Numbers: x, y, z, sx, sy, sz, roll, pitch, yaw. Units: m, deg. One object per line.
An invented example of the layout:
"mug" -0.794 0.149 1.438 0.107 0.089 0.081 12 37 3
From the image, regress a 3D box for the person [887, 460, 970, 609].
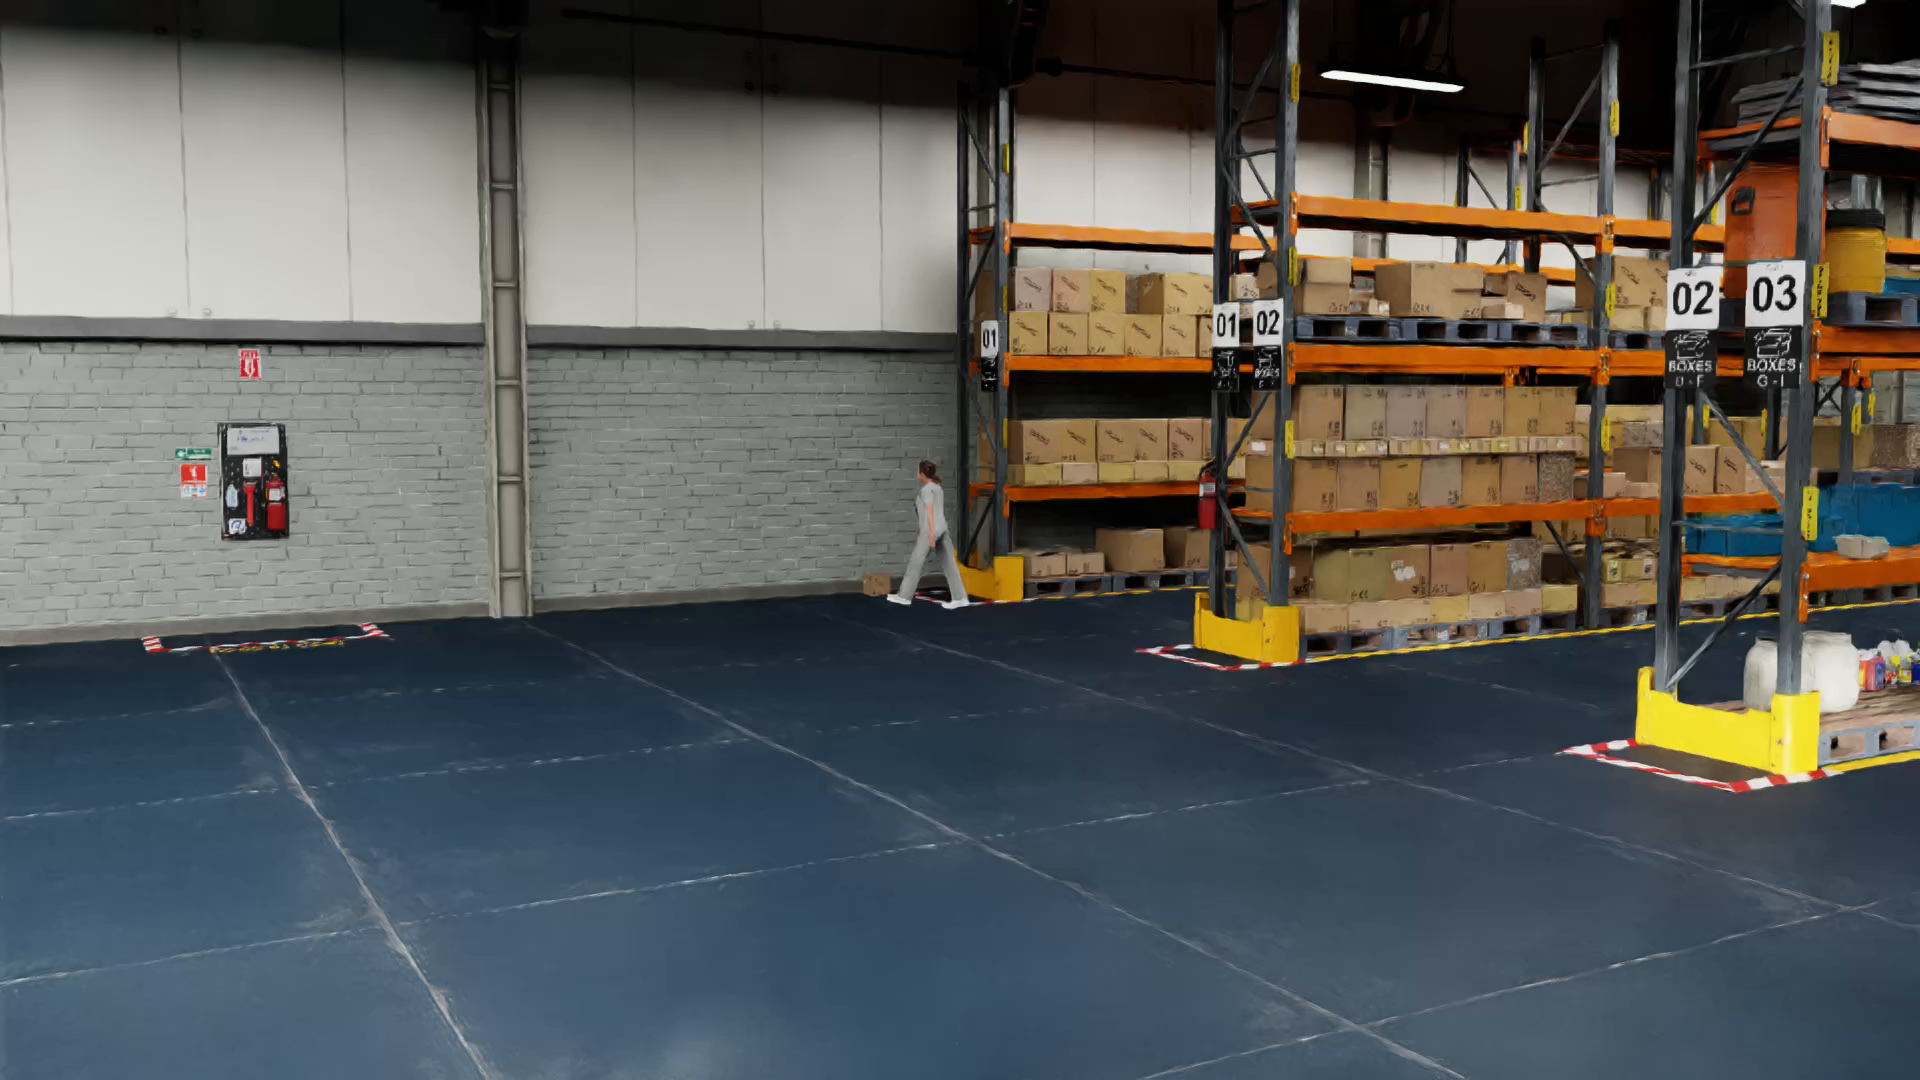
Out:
"person" -0.347 -0.052 18.276 0.953 1.575 0.470 4 6 35
